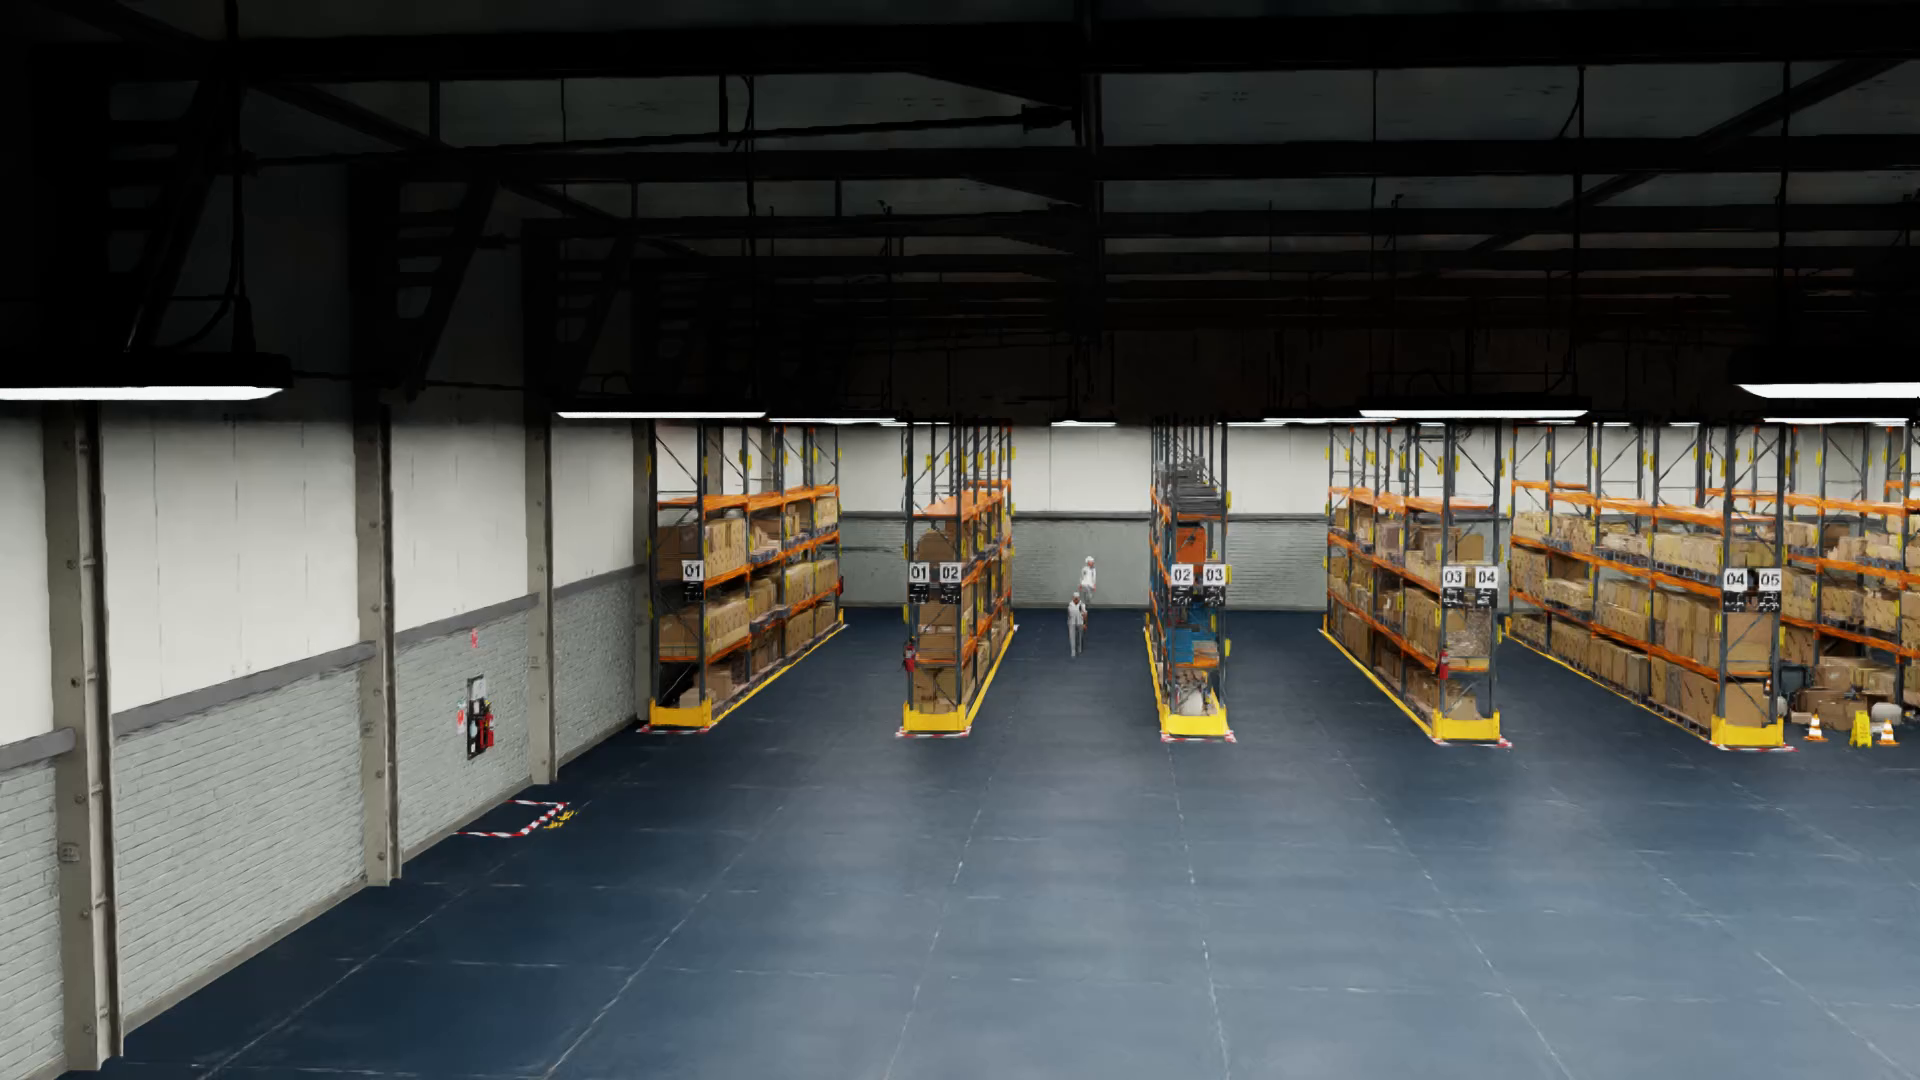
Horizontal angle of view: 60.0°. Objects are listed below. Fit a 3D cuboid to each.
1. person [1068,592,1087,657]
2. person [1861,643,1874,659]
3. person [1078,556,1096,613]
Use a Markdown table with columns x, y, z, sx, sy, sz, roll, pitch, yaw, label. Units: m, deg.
| x | y | z | sx | sy | sz | roll | pitch | yaw | label |
| --- | --- | --- | --- | --- | --- | --- | --- | --- | --- |
| 2.951 | 2.106 | 41.773 | 0.493 | 1.605 | 1.000 | 0 | 4 | 4 | person |
| 21.808 | 2.146 | 39.945 | 0.476 | 1.759 | 0.593 | -2 | 4 | -27 | person |
| 3.903 | 1.386 | 51.174 | 0.541 | 1.767 | 0.608 | 3 | 5 | 39 | person |
